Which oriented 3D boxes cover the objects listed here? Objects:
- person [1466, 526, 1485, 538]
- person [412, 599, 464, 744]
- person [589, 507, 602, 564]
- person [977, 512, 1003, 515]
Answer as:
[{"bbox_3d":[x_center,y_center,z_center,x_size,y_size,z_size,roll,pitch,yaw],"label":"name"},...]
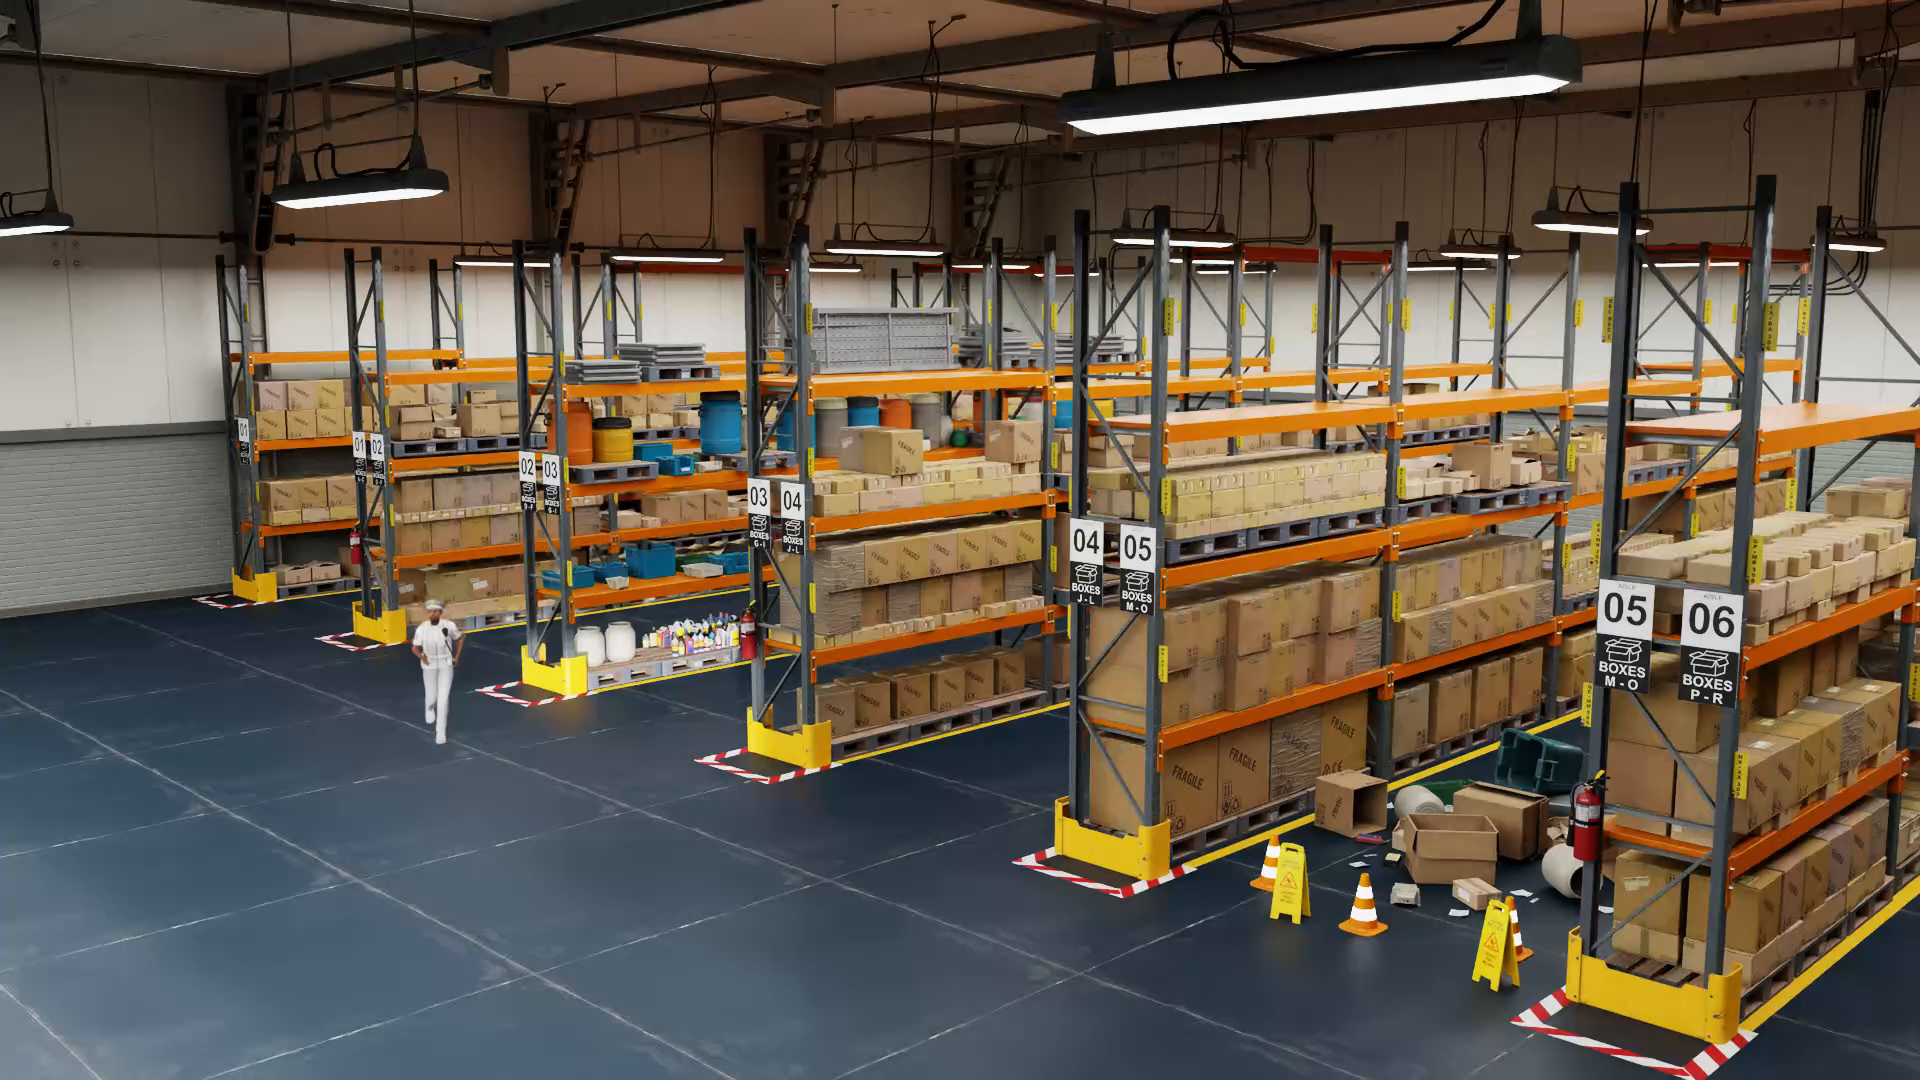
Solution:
[{"bbox_3d":[8.285,0.529,26.658,0.733,1.744,0.663,-8,11,-44],"label":"person"},{"bbox_3d":[-6.251,1.529,19.952,0.588,1.705,0.850,-2,8,-14],"label":"person"},{"bbox_3d":[-6.691,0.046,30.391,0.584,1.633,0.970,8,11,44],"label":"person"},{"bbox_3d":[0.561,-0.312,32.345,0.731,1.668,0.907,6,10,36],"label":"person"}]
